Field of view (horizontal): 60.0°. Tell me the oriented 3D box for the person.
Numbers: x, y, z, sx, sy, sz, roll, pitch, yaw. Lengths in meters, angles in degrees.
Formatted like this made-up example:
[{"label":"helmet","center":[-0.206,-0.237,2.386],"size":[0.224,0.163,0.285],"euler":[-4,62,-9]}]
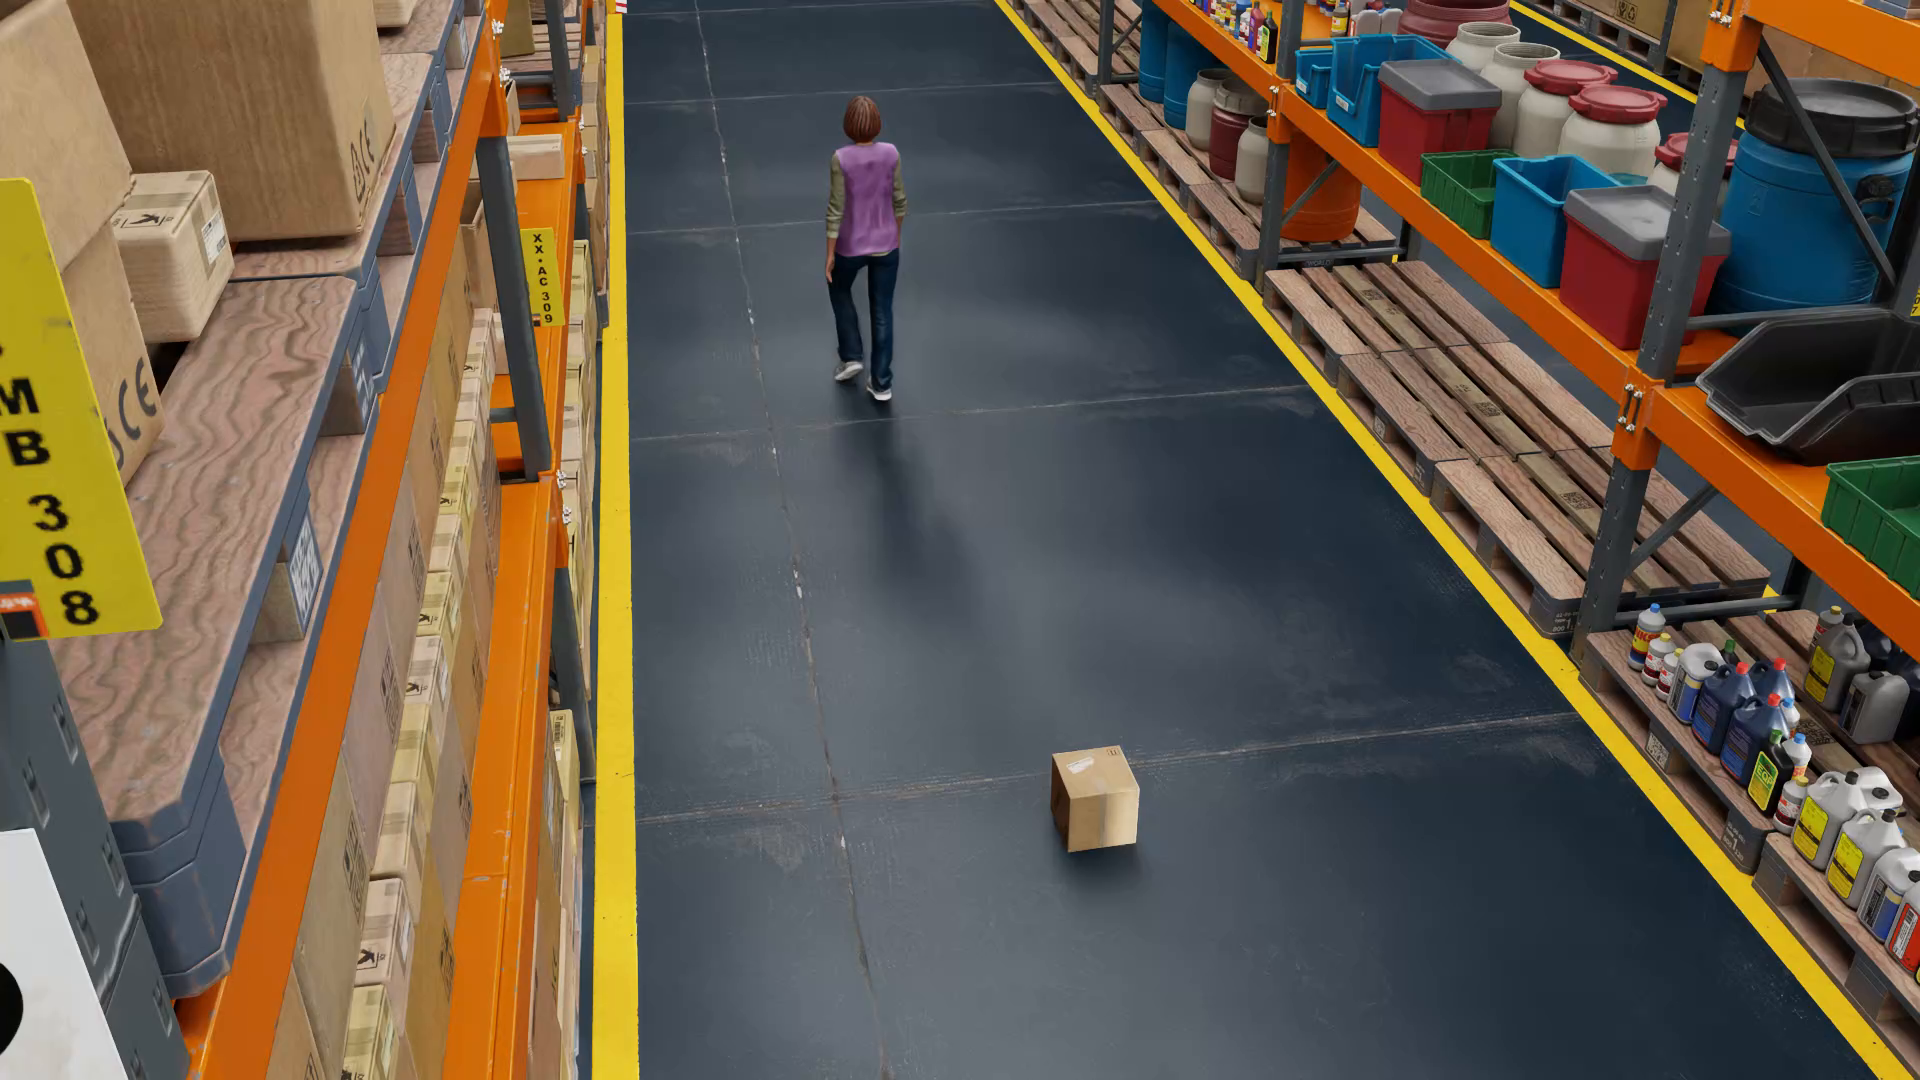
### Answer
[{"label":"person","center":[-0.490,-1.487,8.614],"size":[0.462,1.644,0.531],"euler":[-8,32,-13]}]
